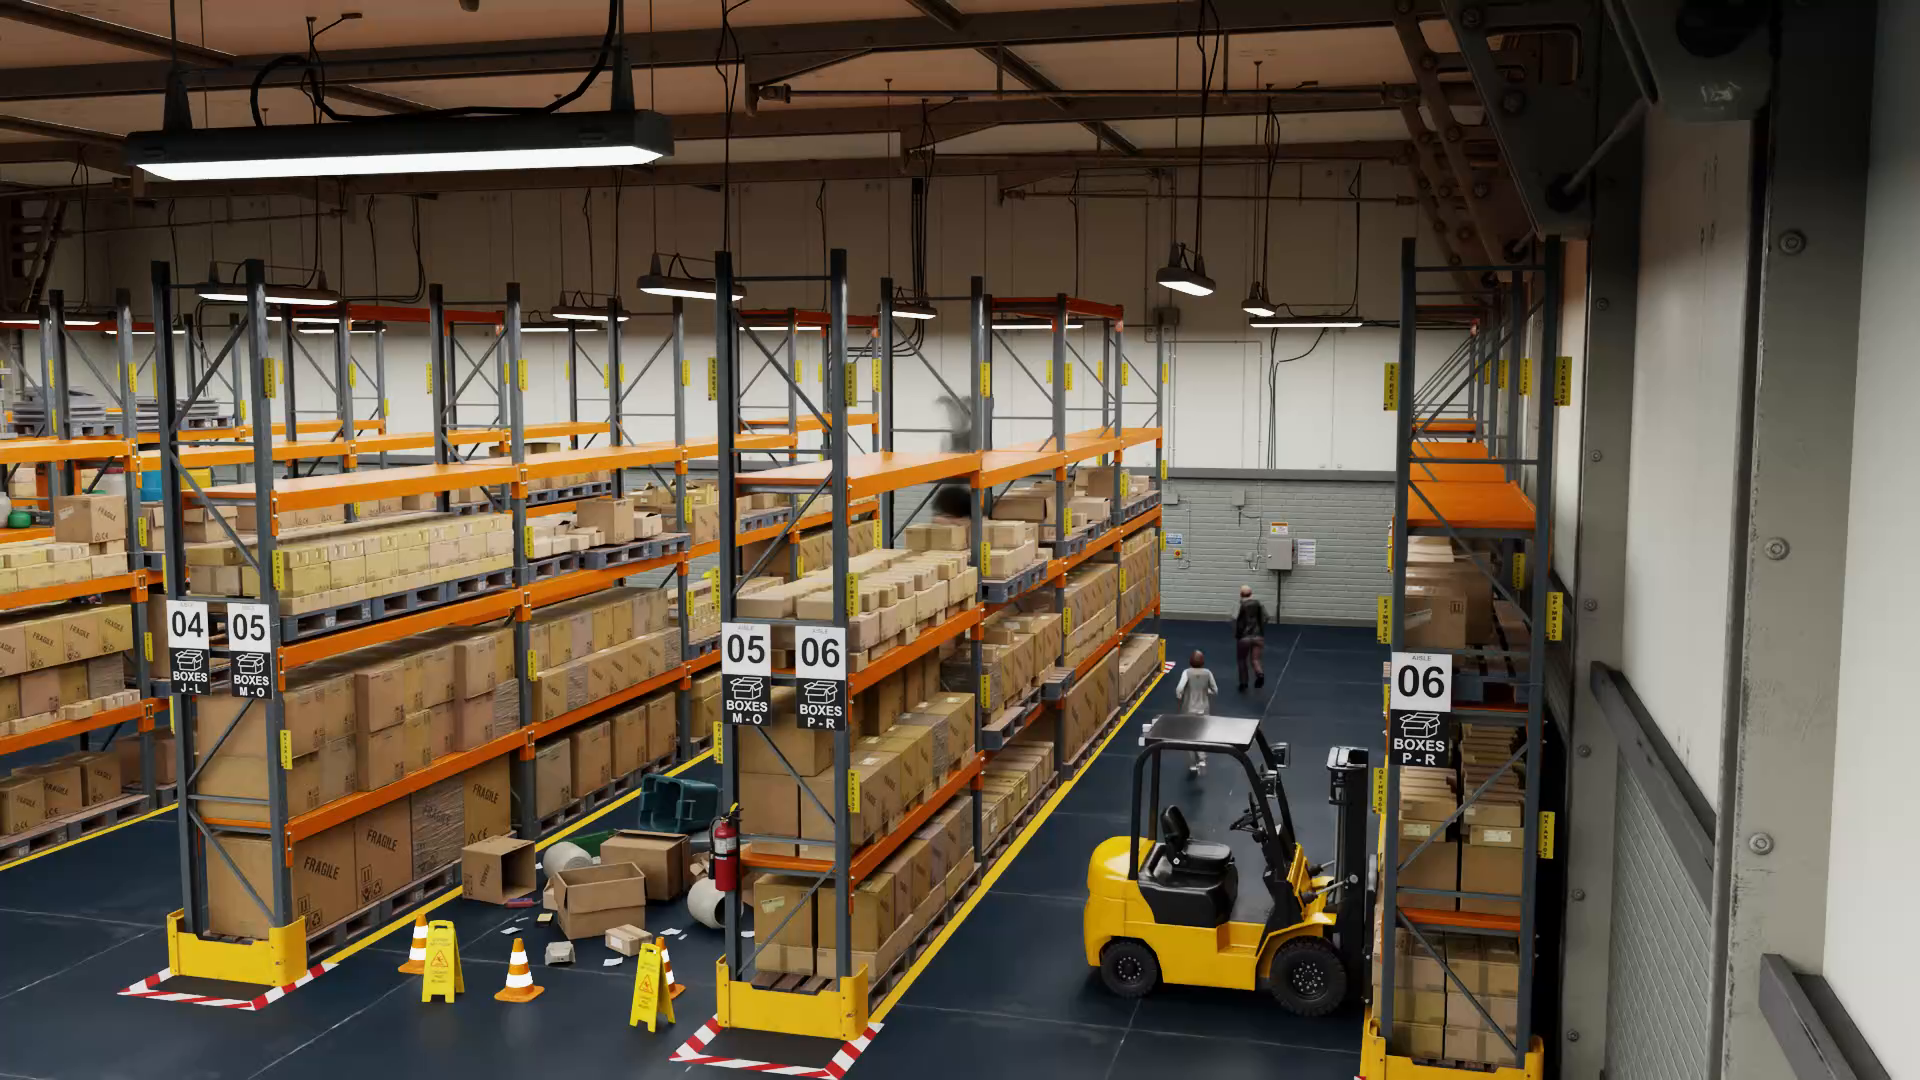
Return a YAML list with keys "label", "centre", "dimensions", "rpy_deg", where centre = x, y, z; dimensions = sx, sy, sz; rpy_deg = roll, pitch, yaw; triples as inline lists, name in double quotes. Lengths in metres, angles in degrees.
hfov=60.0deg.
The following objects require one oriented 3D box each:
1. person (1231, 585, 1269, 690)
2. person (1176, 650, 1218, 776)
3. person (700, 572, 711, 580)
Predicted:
- label: "person"
  centre: [4.536, 1.590, 26.003]
  dimensions: [0.659, 1.714, 1.062]
  rpy_deg: [-1, 6, -7]
- label: "person"
  centre: [2.949, 2.165, 20.706]
  dimensions: [0.537, 1.582, 0.881]
  rpy_deg: [0, 6, 4]
- label: "person"
  centre: [-4.134, 1.382, 27.741]
  dimensions: [0.714, 1.730, 0.661]
  rpy_deg: [3, 7, 23]
